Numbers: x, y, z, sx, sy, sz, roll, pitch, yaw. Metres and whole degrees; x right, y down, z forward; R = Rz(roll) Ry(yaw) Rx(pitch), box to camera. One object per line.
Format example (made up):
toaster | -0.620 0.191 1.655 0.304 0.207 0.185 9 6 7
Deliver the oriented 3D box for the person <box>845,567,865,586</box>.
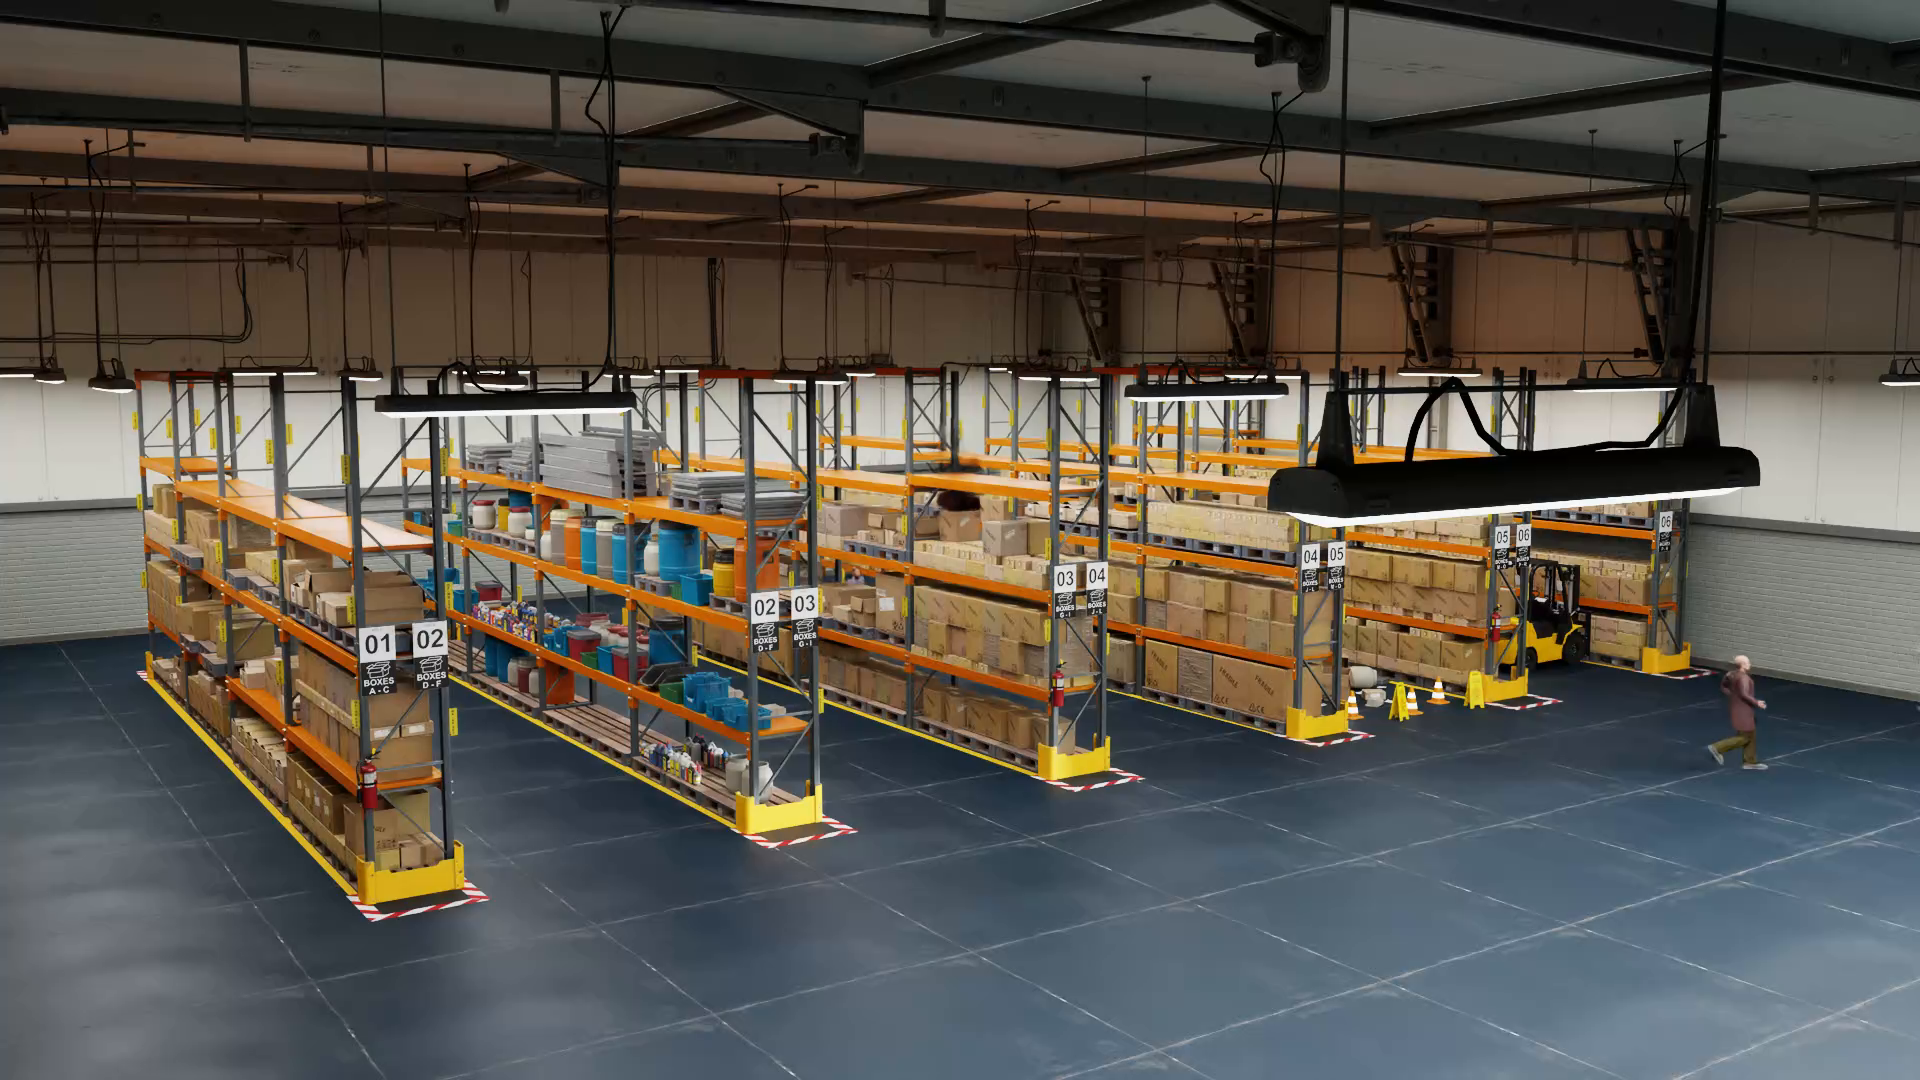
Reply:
person | -2.263 1.383 36.824 0.643 1.598 0.676 -5 8 -36

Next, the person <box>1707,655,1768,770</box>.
person | 11.786 2.612 25.152 0.920 1.750 0.720 1 6 6
